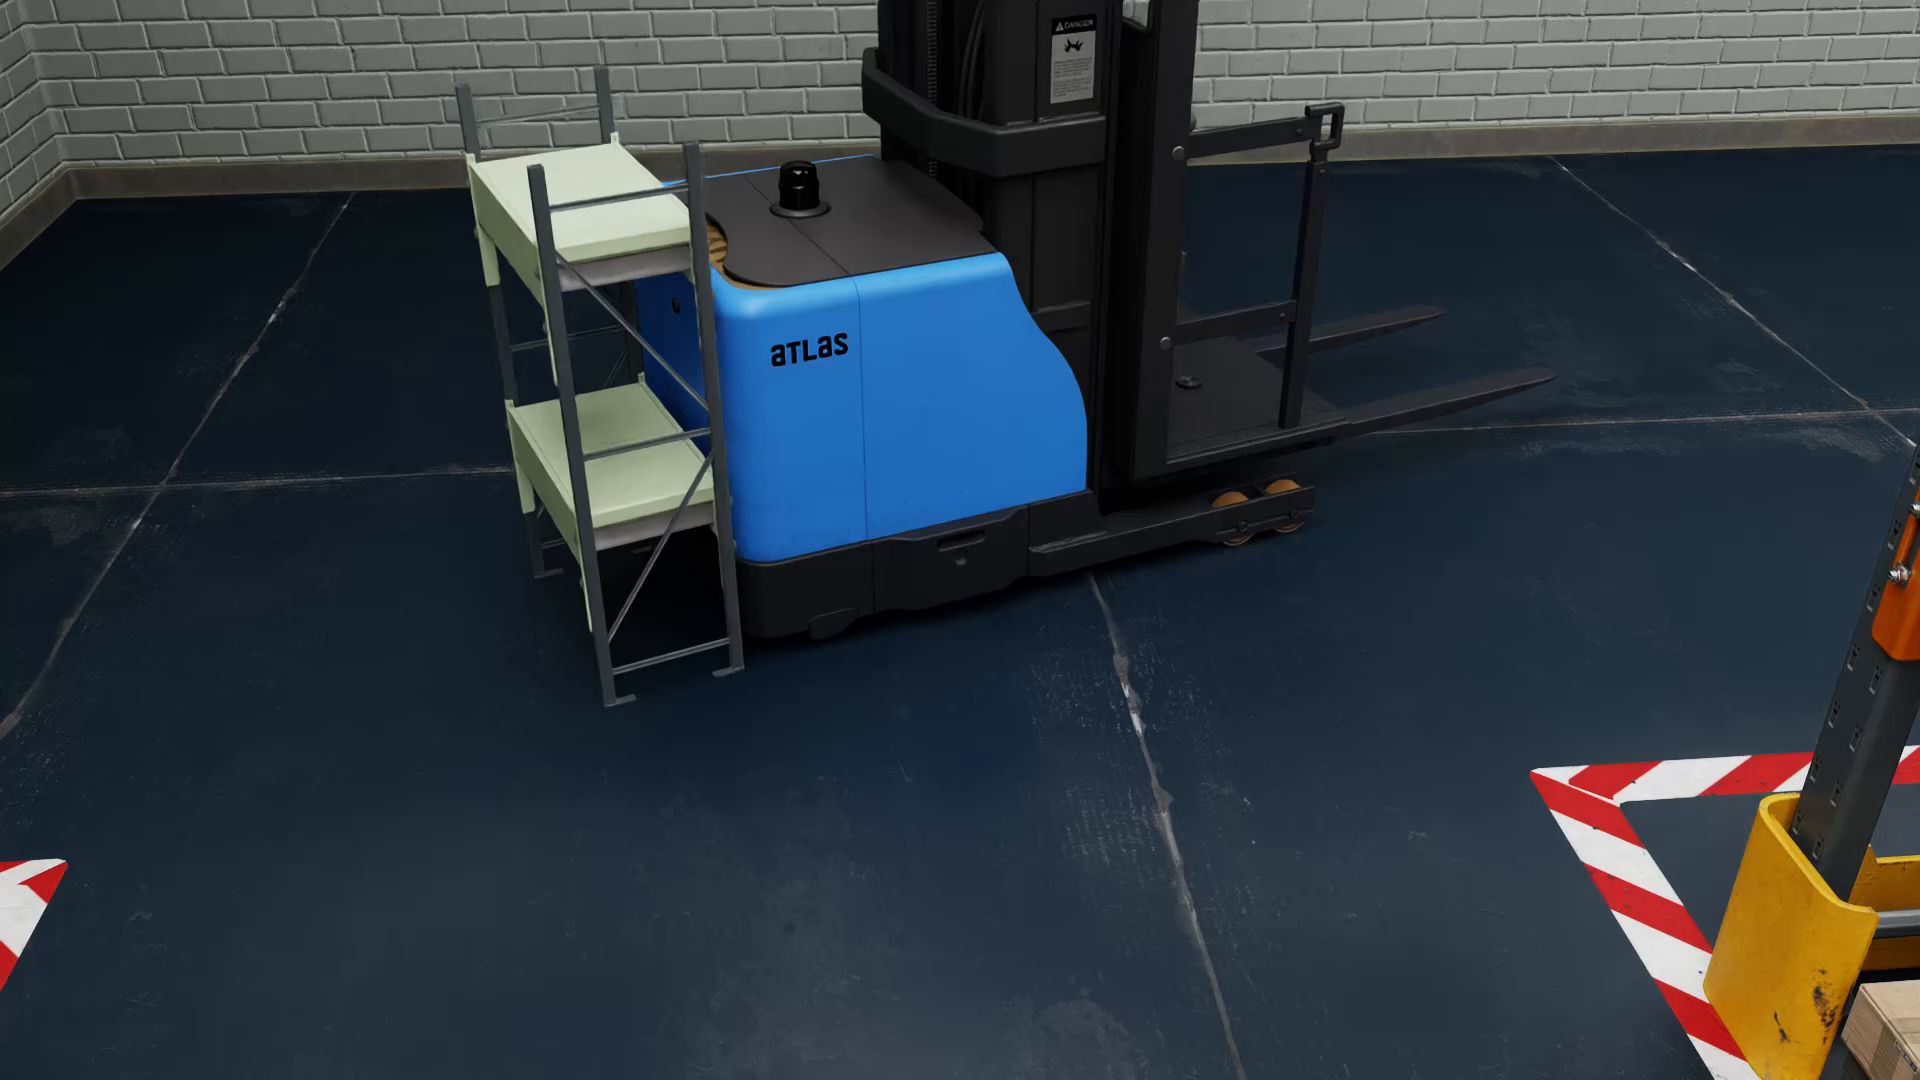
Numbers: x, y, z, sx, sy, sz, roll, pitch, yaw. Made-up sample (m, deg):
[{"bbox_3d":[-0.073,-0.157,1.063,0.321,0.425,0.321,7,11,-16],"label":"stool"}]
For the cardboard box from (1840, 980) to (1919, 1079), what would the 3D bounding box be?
[{"bbox_3d":[1.896,0.951,3.083,0.380,0.149,0.250,-3,31,-5],"label":"cardboard box"}]

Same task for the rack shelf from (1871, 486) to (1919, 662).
[{"bbox_3d":[2.386,1.016,1.325,1.077,0.370,4.000,-3,31,-5],"label":"rack shelf"}]

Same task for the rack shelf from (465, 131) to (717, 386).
[{"bbox_3d":[-0.954,-0.741,4.265,0.431,0.370,0.720,-15,34,-23],"label":"rack shelf"}]

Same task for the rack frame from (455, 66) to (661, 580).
[{"bbox_3d":[-1.118,-0.573,4.746,0.400,1.500,0.023,-15,34,-23],"label":"rack frame"}]

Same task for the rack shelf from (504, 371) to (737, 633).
[{"bbox_3d":[-0.952,-0.126,4.633,0.431,0.370,0.720,-15,34,-23],"label":"rack shelf"}]

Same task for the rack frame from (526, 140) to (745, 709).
[{"bbox_3d":[-0.787,-0.239,4.185,0.400,1.500,0.023,-15,34,-23],"label":"rack frame"}]

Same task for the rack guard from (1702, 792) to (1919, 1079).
[{"bbox_3d":[2.206,0.798,3.426,1.175,0.500,0.348,-3,31,-5],"label":"rack guard"}]

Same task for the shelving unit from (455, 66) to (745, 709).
[{"bbox_3d":[-0.953,-0.406,4.465,0.431,1.500,0.755,-15,34,-23],"label":"shelving unit"}]

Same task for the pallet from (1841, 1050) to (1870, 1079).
[{"bbox_3d":[2.282,1.329,2.819,1.003,0.211,1.213,-3,31,-5],"label":"pallet"}]

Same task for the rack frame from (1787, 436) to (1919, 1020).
[{"bbox_3d":[2.199,-0.314,2.850,1.000,3.000,0.127,-3,31,-5],"label":"rack frame"}]

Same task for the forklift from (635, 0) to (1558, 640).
[{"bbox_3d":[0.568,-1.473,4.857,3.031,2.935,1.130,-13,33,-21],"label":"forklift"}]
